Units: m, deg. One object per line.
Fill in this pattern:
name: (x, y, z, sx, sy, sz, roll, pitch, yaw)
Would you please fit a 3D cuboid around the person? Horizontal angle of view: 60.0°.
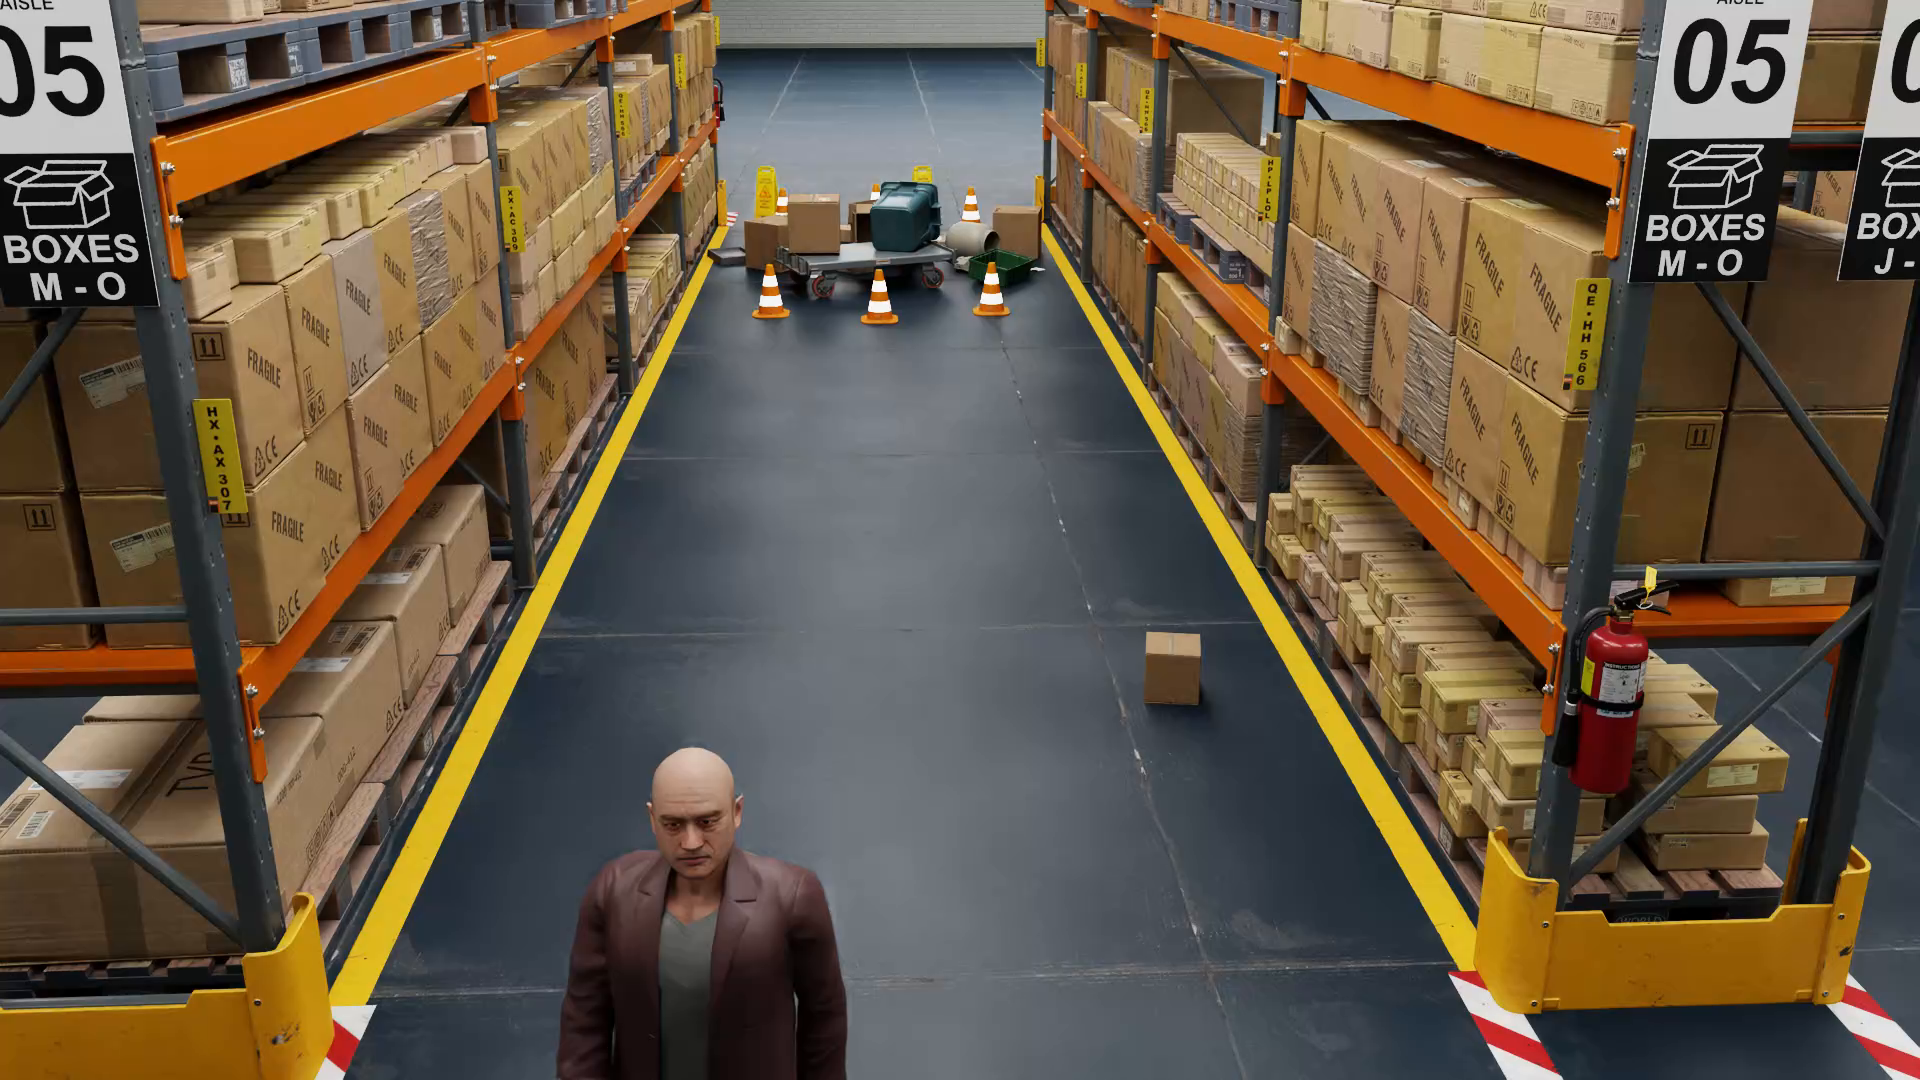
person: (-0.572, 1.302, 3.511, 0.571, 1.760, 0.965, 4, 20, 11)
